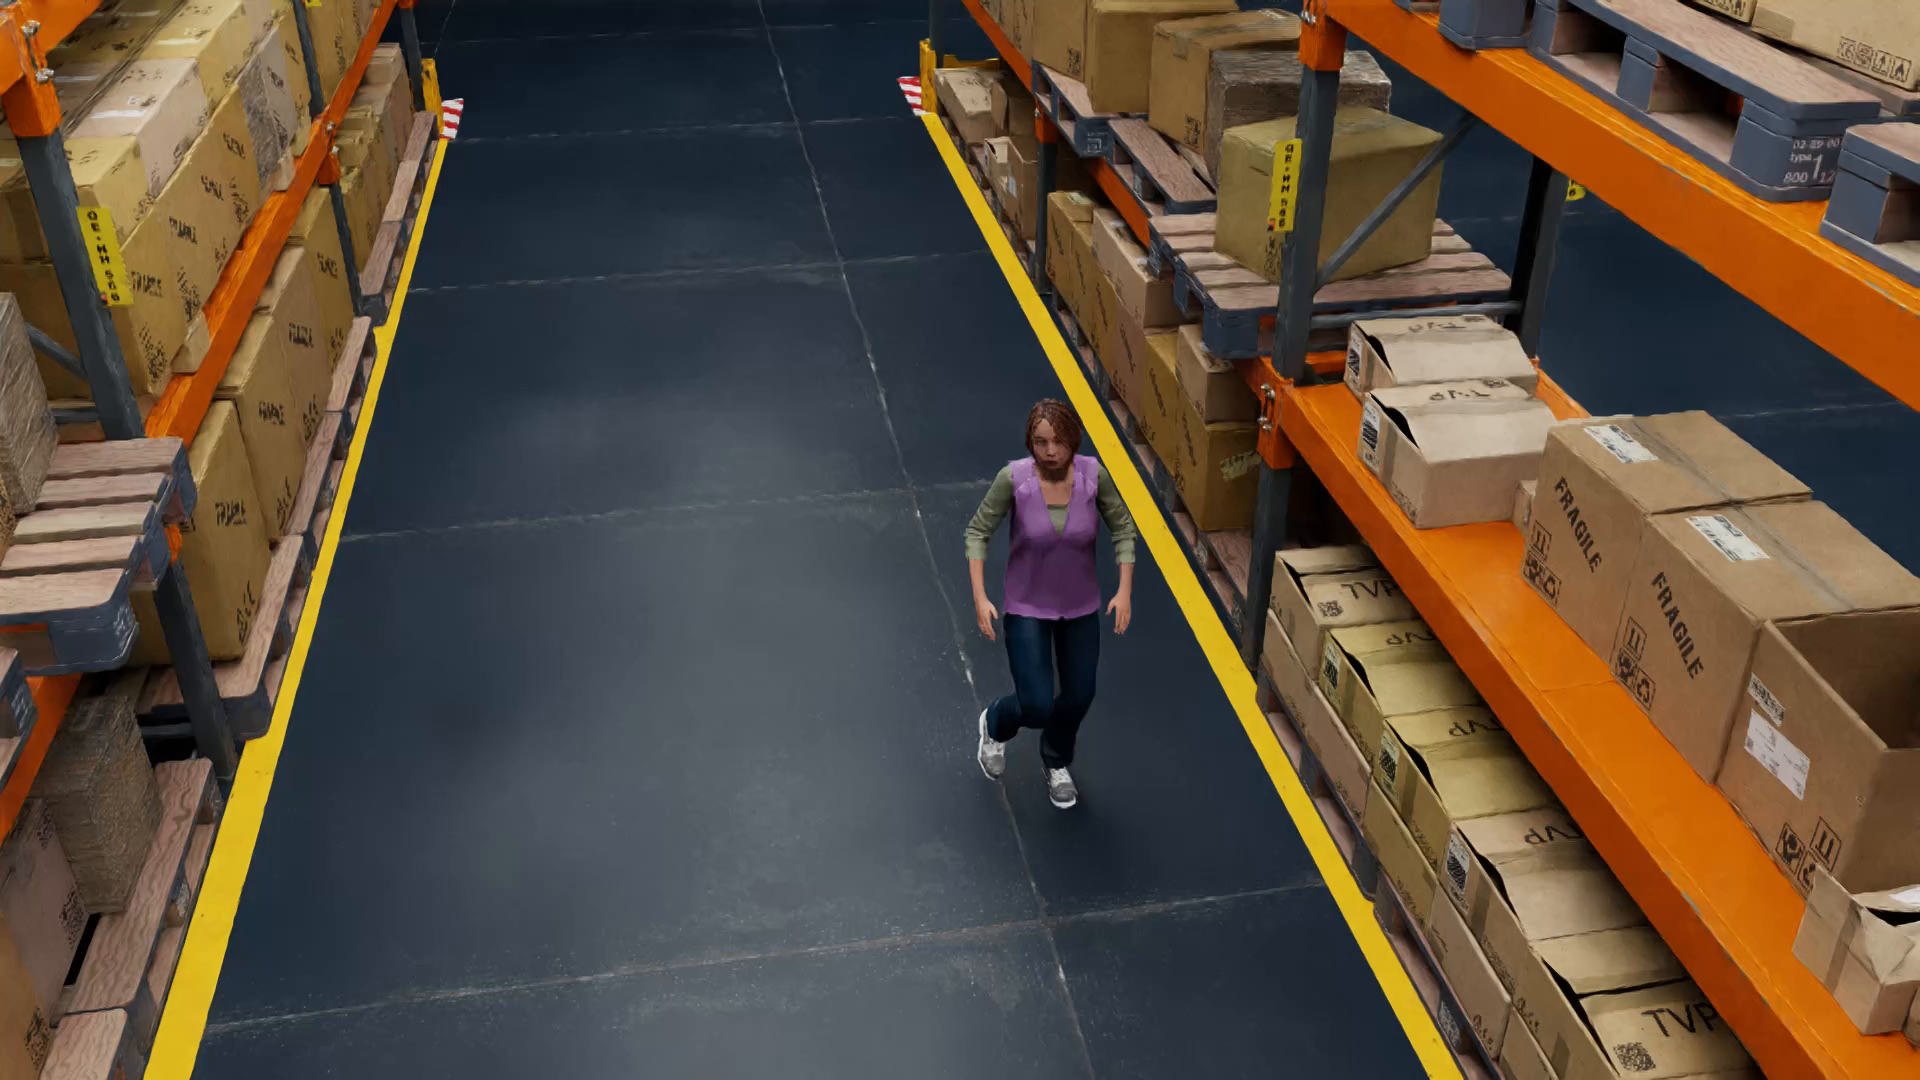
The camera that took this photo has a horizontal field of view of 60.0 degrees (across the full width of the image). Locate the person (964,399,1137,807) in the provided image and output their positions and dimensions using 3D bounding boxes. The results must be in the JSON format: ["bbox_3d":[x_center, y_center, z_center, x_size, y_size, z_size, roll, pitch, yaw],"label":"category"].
[{"bbox_3d":[0.338,0.254,5.745,0.585,1.571,0.441,-8,32,-13],"label":"person"}]
